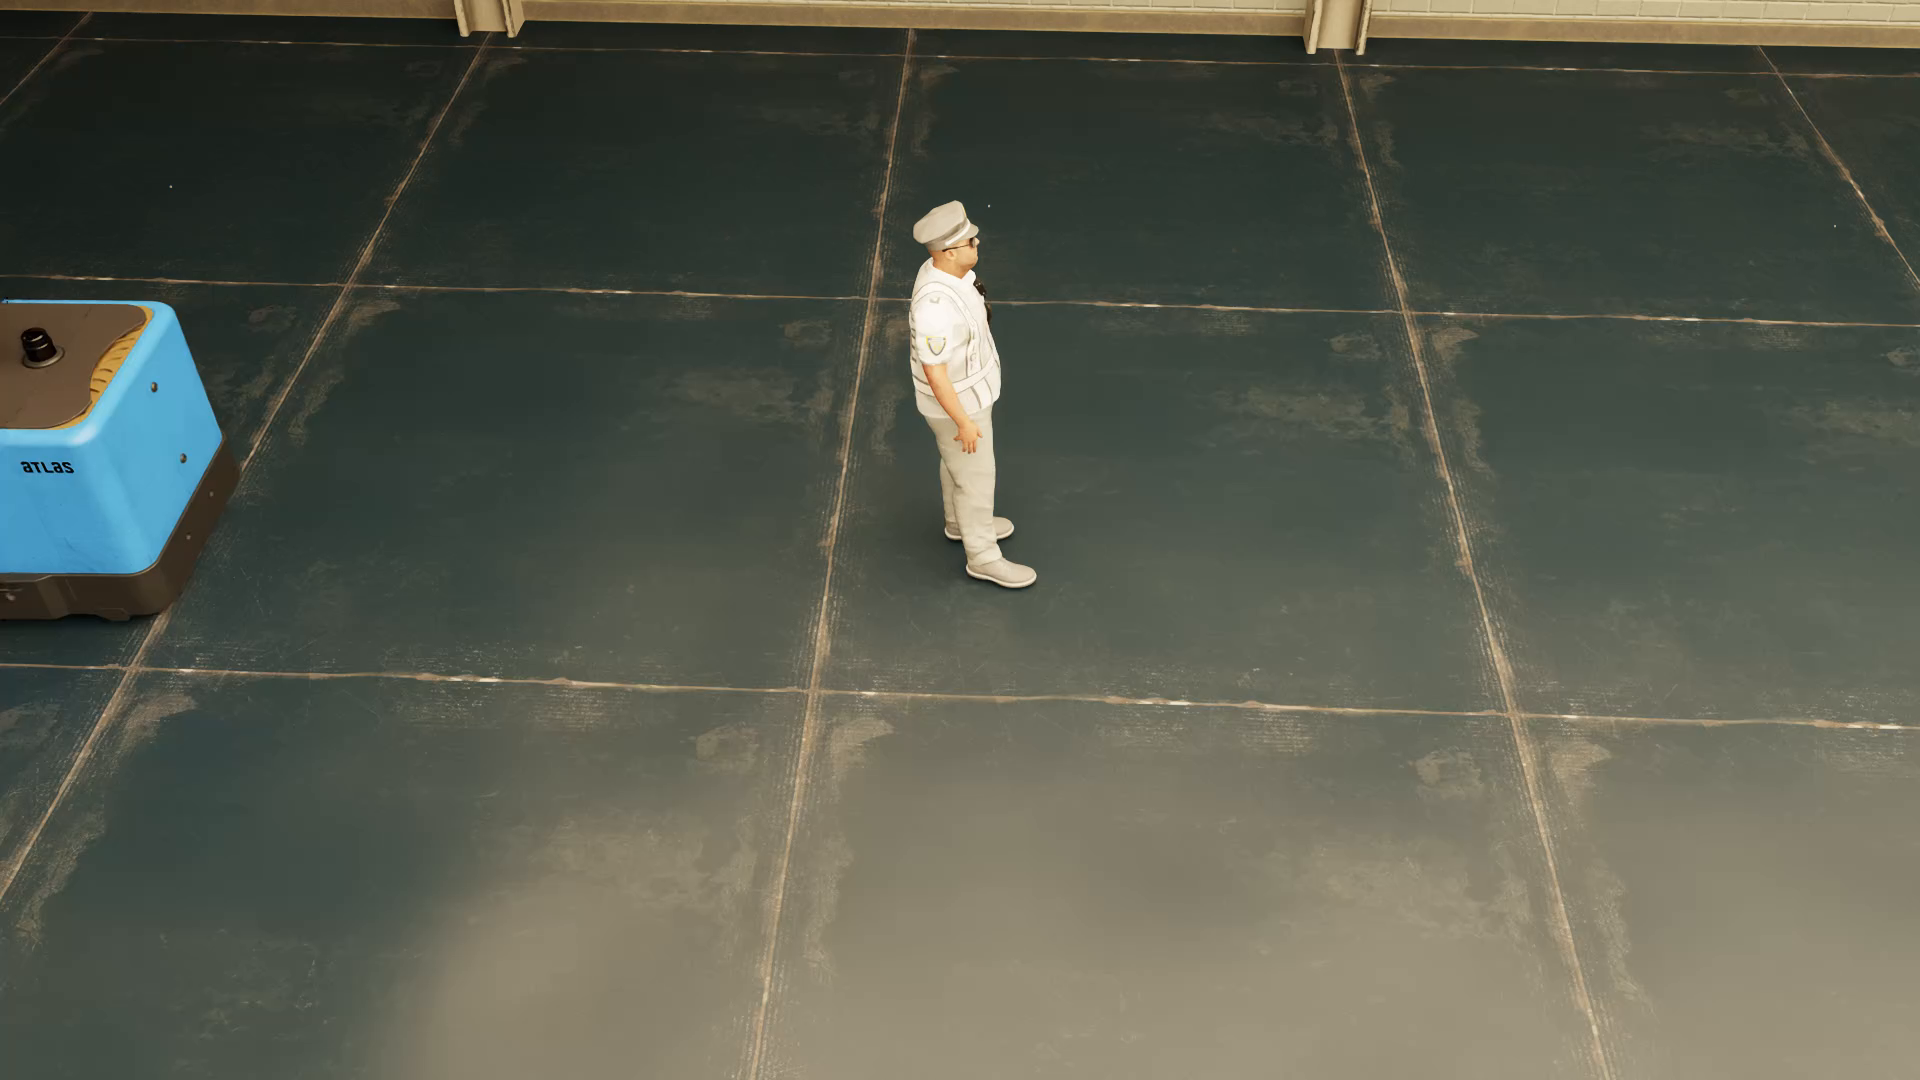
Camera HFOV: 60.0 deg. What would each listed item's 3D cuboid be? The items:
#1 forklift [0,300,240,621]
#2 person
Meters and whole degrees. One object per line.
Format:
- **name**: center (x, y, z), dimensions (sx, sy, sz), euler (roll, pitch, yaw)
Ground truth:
- **forklift**: center (-5.050, -1.065, 6.909), dimensions (3.031, 2.935, 1.130), euler (1, 42, 1)
- **person**: center (0.077, -0.653, 7.299), dimensions (0.575, 1.781, 0.640), euler (2, 42, 2)
